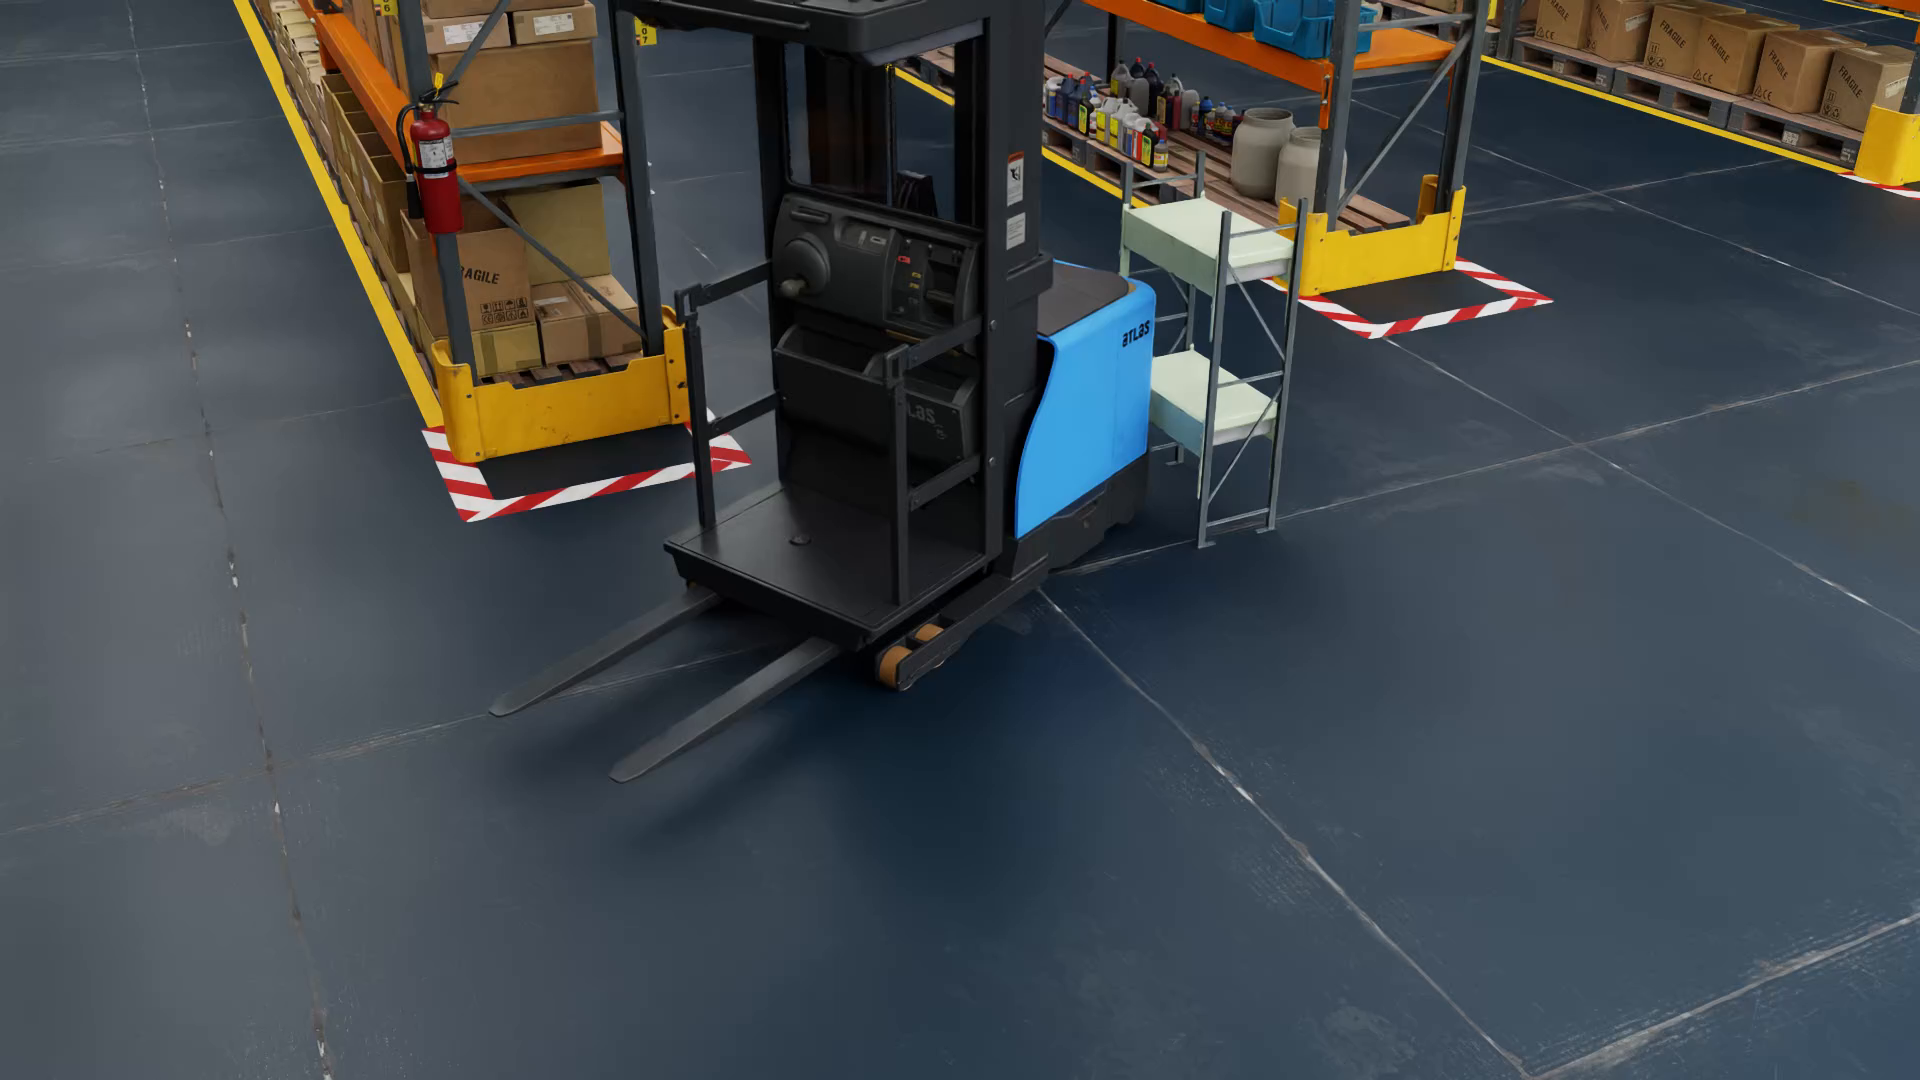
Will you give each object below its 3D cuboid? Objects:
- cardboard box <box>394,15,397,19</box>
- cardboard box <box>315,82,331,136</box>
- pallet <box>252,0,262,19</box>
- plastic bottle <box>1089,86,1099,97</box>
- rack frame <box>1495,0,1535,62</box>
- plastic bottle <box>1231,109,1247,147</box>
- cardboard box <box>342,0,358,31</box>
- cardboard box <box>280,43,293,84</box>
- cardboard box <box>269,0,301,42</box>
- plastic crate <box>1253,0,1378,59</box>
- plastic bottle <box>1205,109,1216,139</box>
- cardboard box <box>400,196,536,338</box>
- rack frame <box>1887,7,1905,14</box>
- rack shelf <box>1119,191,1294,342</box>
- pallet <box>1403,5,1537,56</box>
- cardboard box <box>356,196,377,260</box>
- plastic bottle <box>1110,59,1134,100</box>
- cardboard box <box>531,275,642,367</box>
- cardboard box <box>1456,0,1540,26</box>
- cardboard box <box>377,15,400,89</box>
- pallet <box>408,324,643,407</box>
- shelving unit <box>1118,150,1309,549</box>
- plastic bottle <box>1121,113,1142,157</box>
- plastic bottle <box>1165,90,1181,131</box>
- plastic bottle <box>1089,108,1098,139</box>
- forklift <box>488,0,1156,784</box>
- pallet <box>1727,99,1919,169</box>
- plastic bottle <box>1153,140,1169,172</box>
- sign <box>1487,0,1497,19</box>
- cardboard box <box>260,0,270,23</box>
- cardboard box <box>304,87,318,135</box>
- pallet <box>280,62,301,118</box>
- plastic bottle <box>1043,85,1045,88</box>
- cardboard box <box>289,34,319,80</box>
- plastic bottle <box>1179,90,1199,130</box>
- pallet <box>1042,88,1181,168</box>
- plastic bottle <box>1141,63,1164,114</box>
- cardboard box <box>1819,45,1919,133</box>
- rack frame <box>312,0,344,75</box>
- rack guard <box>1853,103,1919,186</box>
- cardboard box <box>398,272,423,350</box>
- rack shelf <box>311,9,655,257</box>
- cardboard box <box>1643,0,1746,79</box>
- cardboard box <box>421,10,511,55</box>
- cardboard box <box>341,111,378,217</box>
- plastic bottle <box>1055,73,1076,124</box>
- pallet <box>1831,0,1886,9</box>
[{"bbox_3d":[-2.599,-2.667,8.173,0.380,0.149,0.250,-13,32,-21],"label":"cardboard box"},{"bbox_3d":[-4.084,-2.985,11.316,0.500,0.311,0.500,-13,32,-22],"label":"cardboard box"},{"bbox_3d":[-6.702,-5.604,17.029,1.003,0.211,1.213,-13,32,-22],"label":"pallet"},{"bbox_3d":[0.967,-3.196,12.223,0.097,0.271,0.097,0,29,0],"label":"plastic bottle"},{"bbox_3d":[5.298,-5.717,14.378,1.000,3.000,0.127,-13,32,-22],"label":"rack frame"},{"bbox_3d":[1.964,-2.887,11.659,0.061,0.283,0.133,-13,32,-21],"label":"plastic bottle"},{"bbox_3d":[-3.455,-3.487,10.300,0.700,0.500,0.500,-14,32,-23],"label":"cardboard box"},{"bbox_3d":[-5.192,-3.874,13.474,0.500,0.250,0.500,-14,32,-23],"label":"cardboard box"},{"bbox_3d":[-5.409,-4.341,13.733,0.500,0.311,0.500,-12,31,-20],"label":"cardboard box"},{"bbox_3d":[2.056,-3.003,9.691,0.499,0.251,0.616,-13,32,-22],"label":"plastic crate"},{"bbox_3d":[1.812,-2.987,11.921,0.097,0.201,0.097,0,29,0],"label":"plastic bottle"},{"bbox_3d":[-2.433,-1.357,8.218,0.500,0.500,0.500,-13,32,-22],"label":"cardboard box"},{"bbox_3d":[9.821,-6.714,16.156,1.000,3.000,0.127,-13,32,-22],"label":"rack frame"},{"bbox_3d":[1.039,-1.163,6.993,0.431,0.370,0.720,-14,32,-23],"label":"rack shelf"},{"bbox_3d":[4.962,-4.844,15.673,1.003,0.211,1.213,-13,32,-22],"label":"pallet"},{"bbox_3d":[-3.306,-1.910,9.971,0.500,0.250,0.500,-13,32,-22],"label":"cardboard box"},{"bbox_3d":[1.231,-3.459,12.610,0.144,0.351,0.185,-13,32,-22],"label":"plastic bottle"},{"bbox_3d":[-1.963,-1.139,8.596,0.500,0.250,0.500,-13,32,-22],"label":"cardboard box"},{"bbox_3d":[5.053,-5.094,15.373,0.700,0.500,0.500,-16,33,-26],"label":"cardboard box"},{"bbox_3d":[-2.790,-2.807,9.087,0.700,0.500,0.500,-12,31,-21],"label":"cardboard box"},{"bbox_3d":[-2.300,-0.984,8.789,1.003,0.211,1.213,-13,32,-22],"label":"pallet"},{"bbox_3d":[1.039,-0.823,7.184,0.431,1.500,0.755,-14,32,-23],"label":"shelving unit"},{"bbox_3d":[1.214,-2.811,11.532,0.152,0.276,0.135,-14,32,-23],"label":"plastic bottle"},{"bbox_3d":[1.552,-3.137,12.105,0.061,0.283,0.133,-13,32,-22],"label":"plastic bottle"},{"bbox_3d":[0.977,-2.991,11.928,0.097,0.201,0.097,0,29,0],"label":"plastic bottle"},{"bbox_3d":[-0.452,-0.985,6.010,1.130,2.935,3.031,20,35,32],"label":"forklift"},{"bbox_3d":[6.665,-3.133,12.622,1.003,0.211,1.213,-13,32,-22],"label":"pallet"},{"bbox_3d":[1.357,-2.600,11.232,0.097,0.201,0.097,0,29,0],"label":"plastic bottle"},{"bbox_3d":[3.040,-3.144,9.507,0.100,0.325,0.005,-13,32,-22],"label":"sign"},{"bbox_3d":[-6.204,-5.099,15.383,0.500,0.500,0.500,-14,32,-24],"label":"cardboard box"},{"bbox_3d":[-4.526,-3.194,12.261,0.500,0.250,0.500,-12,32,-21],"label":"cardboard box"},{"bbox_3d":[-5.050,-3.817,13.841,1.003,0.211,1.213,-13,32,-22],"label":"pallet"},{"bbox_3d":[0.609,-3.370,12.605,0.097,0.201,0.097,0,29,0],"label":"plastic bottle"},{"bbox_3d":[-4.737,-3.658,12.515,0.500,0.311,0.500,-13,32,-23],"label":"cardboard box"},{"bbox_3d":[1.648,-3.157,12.147,0.152,0.276,0.135,-12,32,-21],"label":"plastic bottle"},{"bbox_3d":[1.075,-3.155,12.661,1.003,0.211,1.213,-13,32,-22],"label":"pallet"},{"bbox_3d":[1.443,-3.404,12.513,0.144,0.351,0.185,-15,32,-24],"label":"plastic bottle"},{"bbox_3d":[6.762,-3.322,12.234,0.500,0.500,0.500,-7,30,-13],"label":"cardboard box"},{"bbox_3d":[-3.651,-3.638,10.671,1.000,3.000,0.127,-13,32,-22],"label":"rack frame"},{"bbox_3d":[6.982,-2.893,11.898,1.175,0.500,0.348,-13,32,-22],"label":"rack guard"},{"bbox_3d":[-2.656,-1.248,8.791,0.500,0.250,0.500,-13,32,-22],"label":"cardboard box"},{"bbox_3d":[-2.792,-2.441,9.272,1.077,0.370,4.000,-13,32,-22],"label":"rack shelf"},{"bbox_3d":[6.023,-4.115,13.649,0.500,0.500,0.500,-16,33,-26],"label":"cardboard box"},{"bbox_3d":[-2.270,-2.327,7.567,0.380,0.149,0.250,-14,32,-23],"label":"cardboard box"},{"bbox_3d":[-3.305,-2.237,9.788,0.500,0.500,0.500,-13,32,-22],"label":"cardboard box"},{"bbox_3d":[0.796,-3.270,12.272,0.144,0.351,0.185,-12,32,-21],"label":"plastic bottle"},{"bbox_3d":[9.421,-5.822,17.417,1.003,0.211,1.213,-13,32,-22],"label":"pallet"}]
